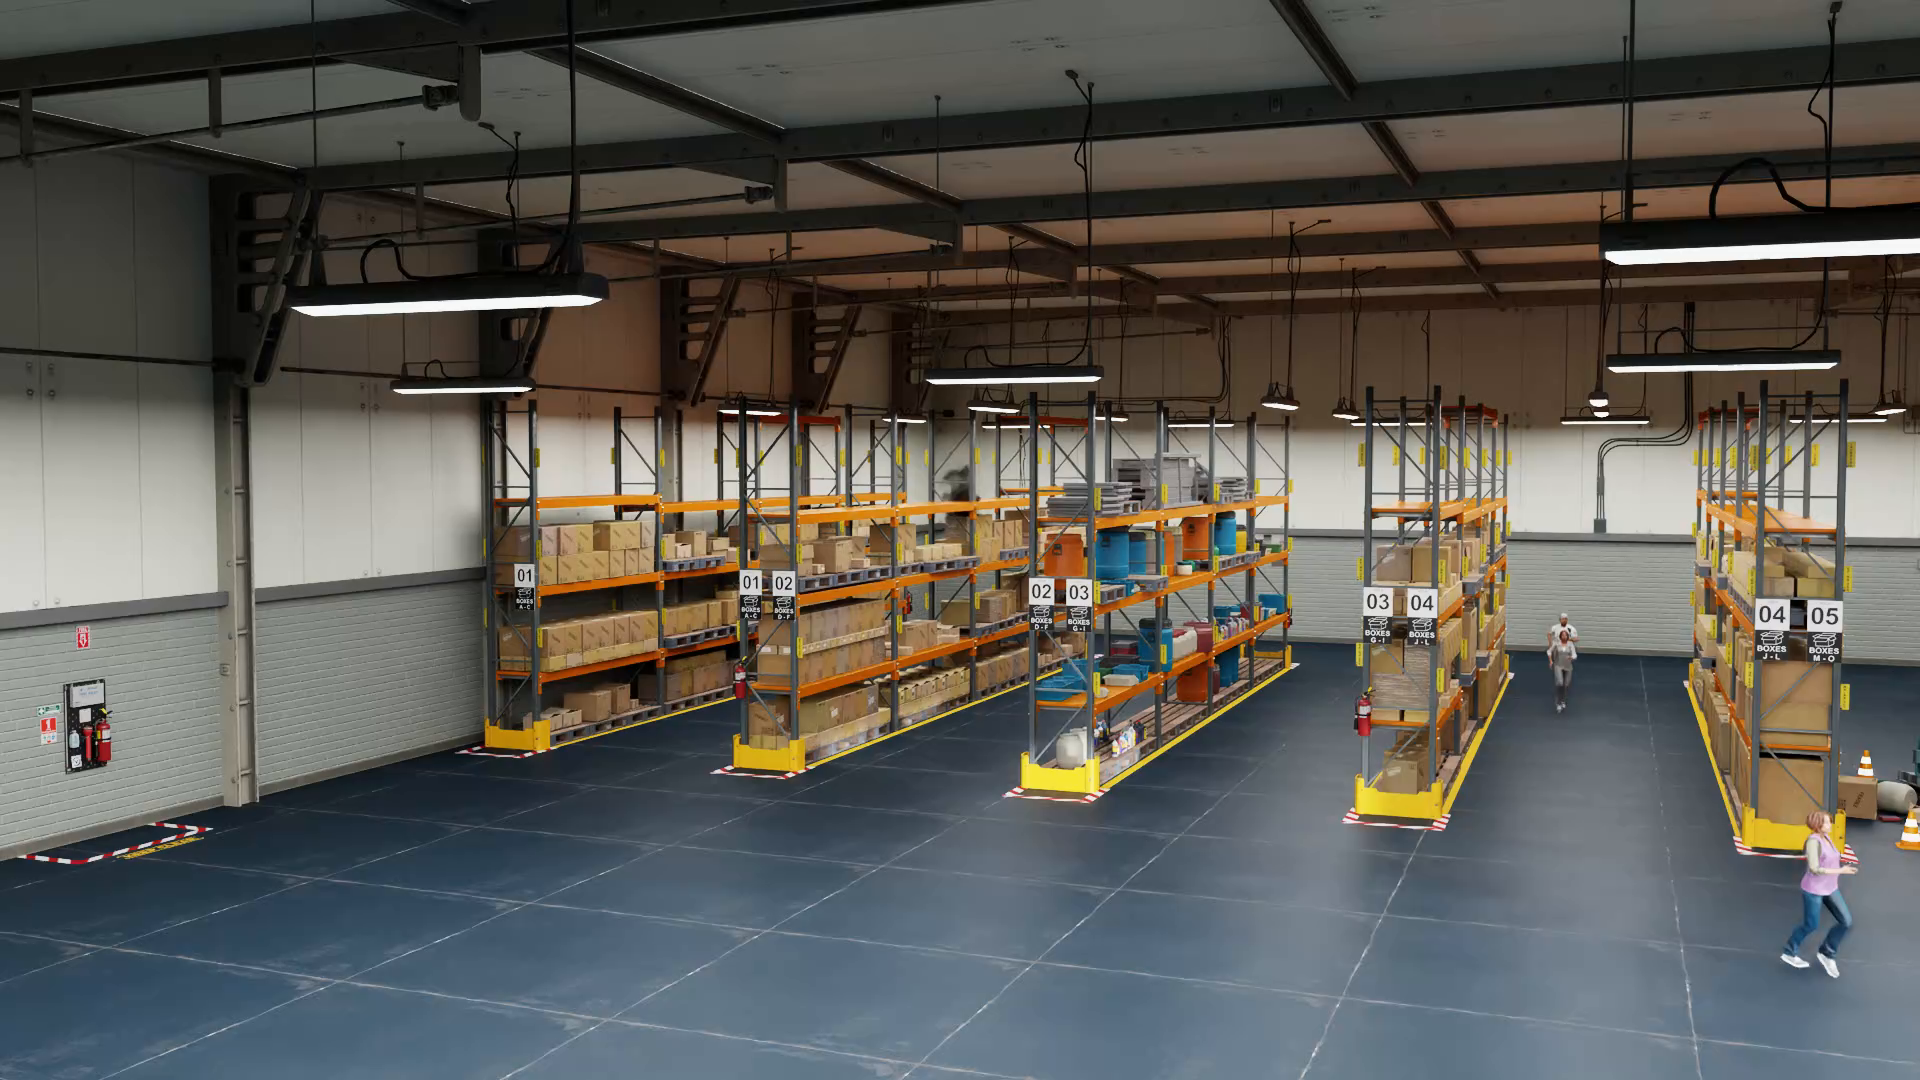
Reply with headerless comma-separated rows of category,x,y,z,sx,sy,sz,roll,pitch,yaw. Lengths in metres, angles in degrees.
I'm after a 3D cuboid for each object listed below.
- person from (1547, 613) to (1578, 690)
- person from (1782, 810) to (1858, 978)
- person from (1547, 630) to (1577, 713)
person,12.885,2.401,35.527,0.599,1.678,0.918,1,3,13
person,8.305,3.409,16.042,0.507,1.621,0.678,-2,3,-34
person,11.880,2.585,32.785,0.503,1.639,0.703,0,3,8
